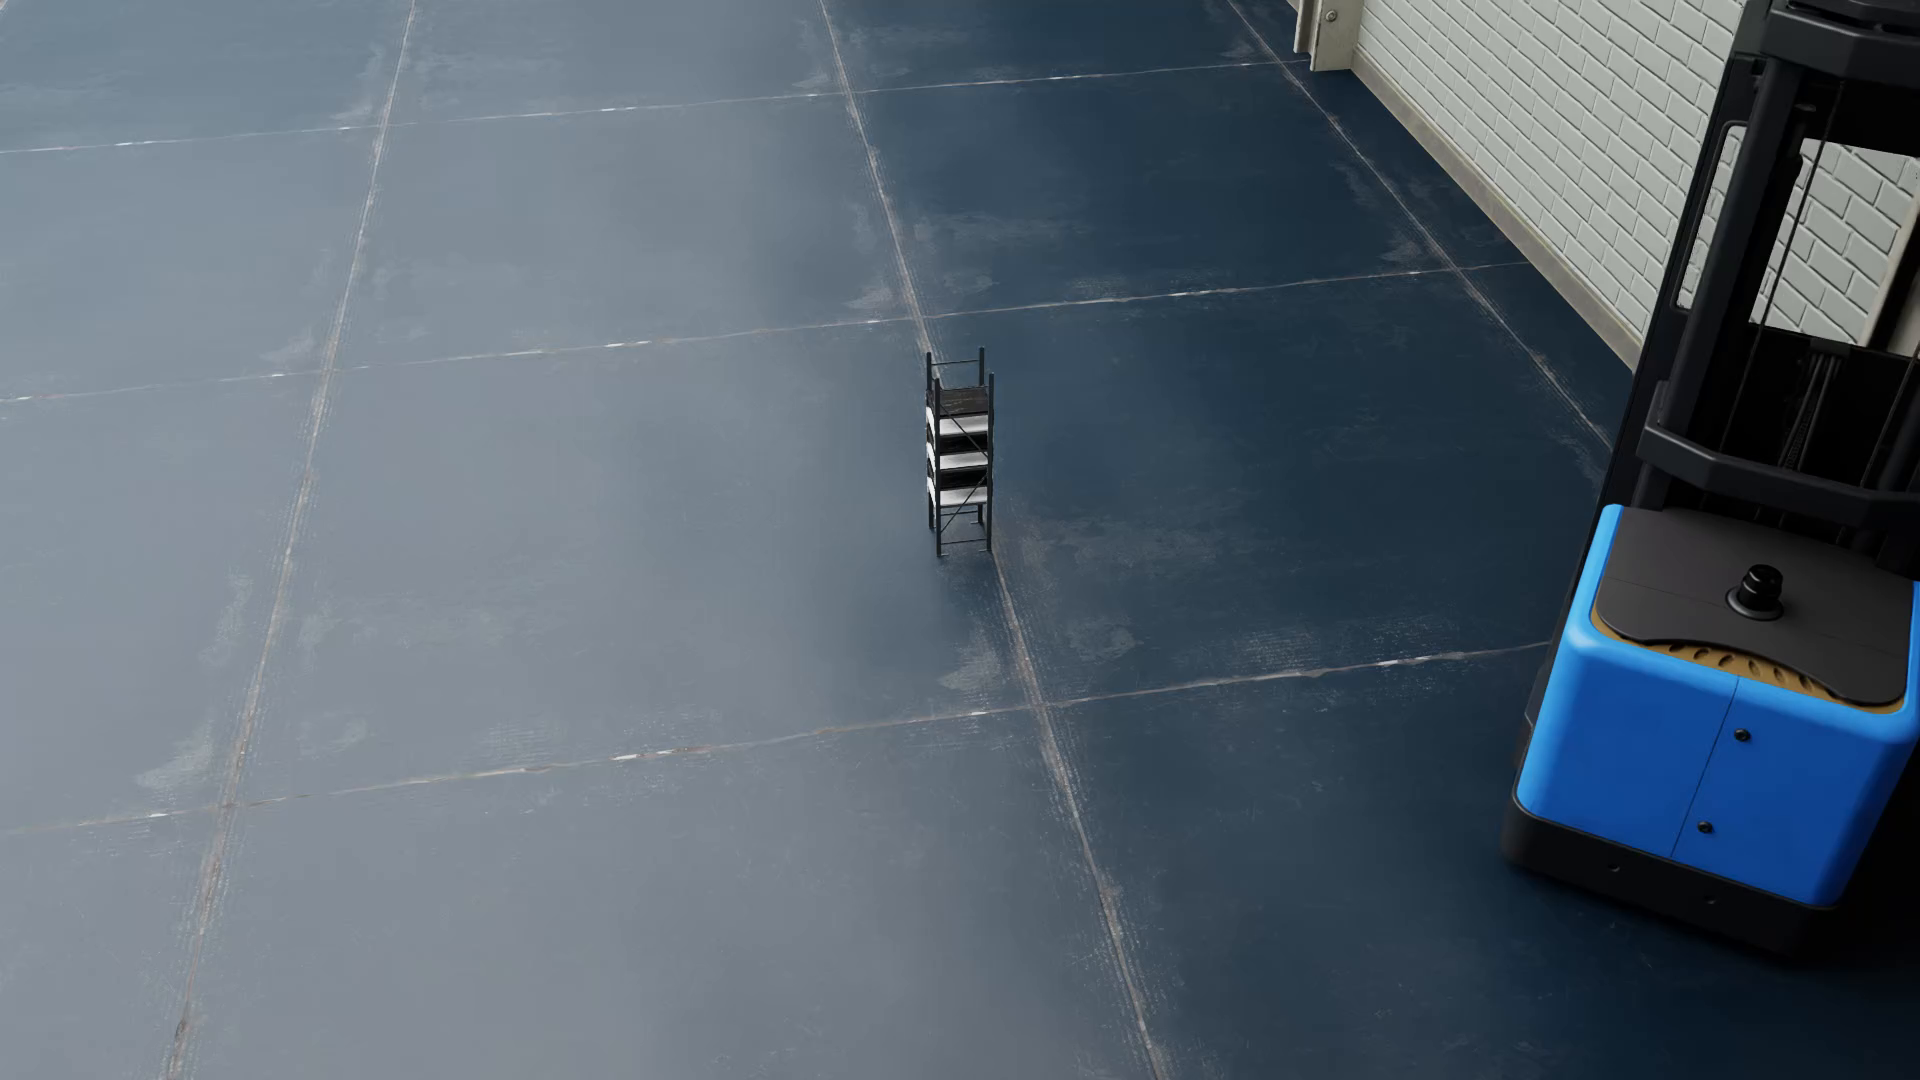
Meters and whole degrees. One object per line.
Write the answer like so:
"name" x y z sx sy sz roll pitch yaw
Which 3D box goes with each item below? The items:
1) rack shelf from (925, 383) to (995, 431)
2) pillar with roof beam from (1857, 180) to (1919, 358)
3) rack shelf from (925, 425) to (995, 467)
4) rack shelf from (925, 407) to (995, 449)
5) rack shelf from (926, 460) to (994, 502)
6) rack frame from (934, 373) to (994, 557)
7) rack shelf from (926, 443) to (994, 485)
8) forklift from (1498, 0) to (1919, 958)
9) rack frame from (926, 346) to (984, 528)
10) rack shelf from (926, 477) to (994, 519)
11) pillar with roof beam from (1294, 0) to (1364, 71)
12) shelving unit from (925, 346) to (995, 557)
"rack shelf" -0.001 -0.547 6.835 0.258 0.077 0.200 -6 38 -8
"pillar with roof beam" -0.659 -2.808 3.530 9.100 9.000 0.400 -6 38 -8
"rack shelf" -0.001 -0.405 6.945 0.258 0.077 0.200 -6 38 -8
"rack shelf" -0.001 -0.476 6.890 0.258 0.077 0.200 -6 38 -8
"rack shelf" -0.001 -0.263 7.056 0.258 0.077 0.200 -6 38 -8
"rack frame" 0.016 -0.299 6.901 0.240 0.900 0.006 -6 38 -8
"rack shelf" -0.001 -0.334 7.001 0.258 0.077 0.200 -6 38 -8
"forklift" 2.978 -0.697 5.758 1.130 2.935 3.031 17 41 21
"rack frame" -0.019 -0.422 7.059 0.240 0.900 0.006 -6 38 -8
"rack shelf" -0.001 -0.192 7.111 0.258 0.077 0.200 -6 38 -8
"pillar with roof beam" -1.711 -6.432 8.195 9.100 9.000 0.400 -6 38 -8
"shelving unit" -0.001 -0.360 6.980 0.258 0.900 0.210 -6 38 -8
